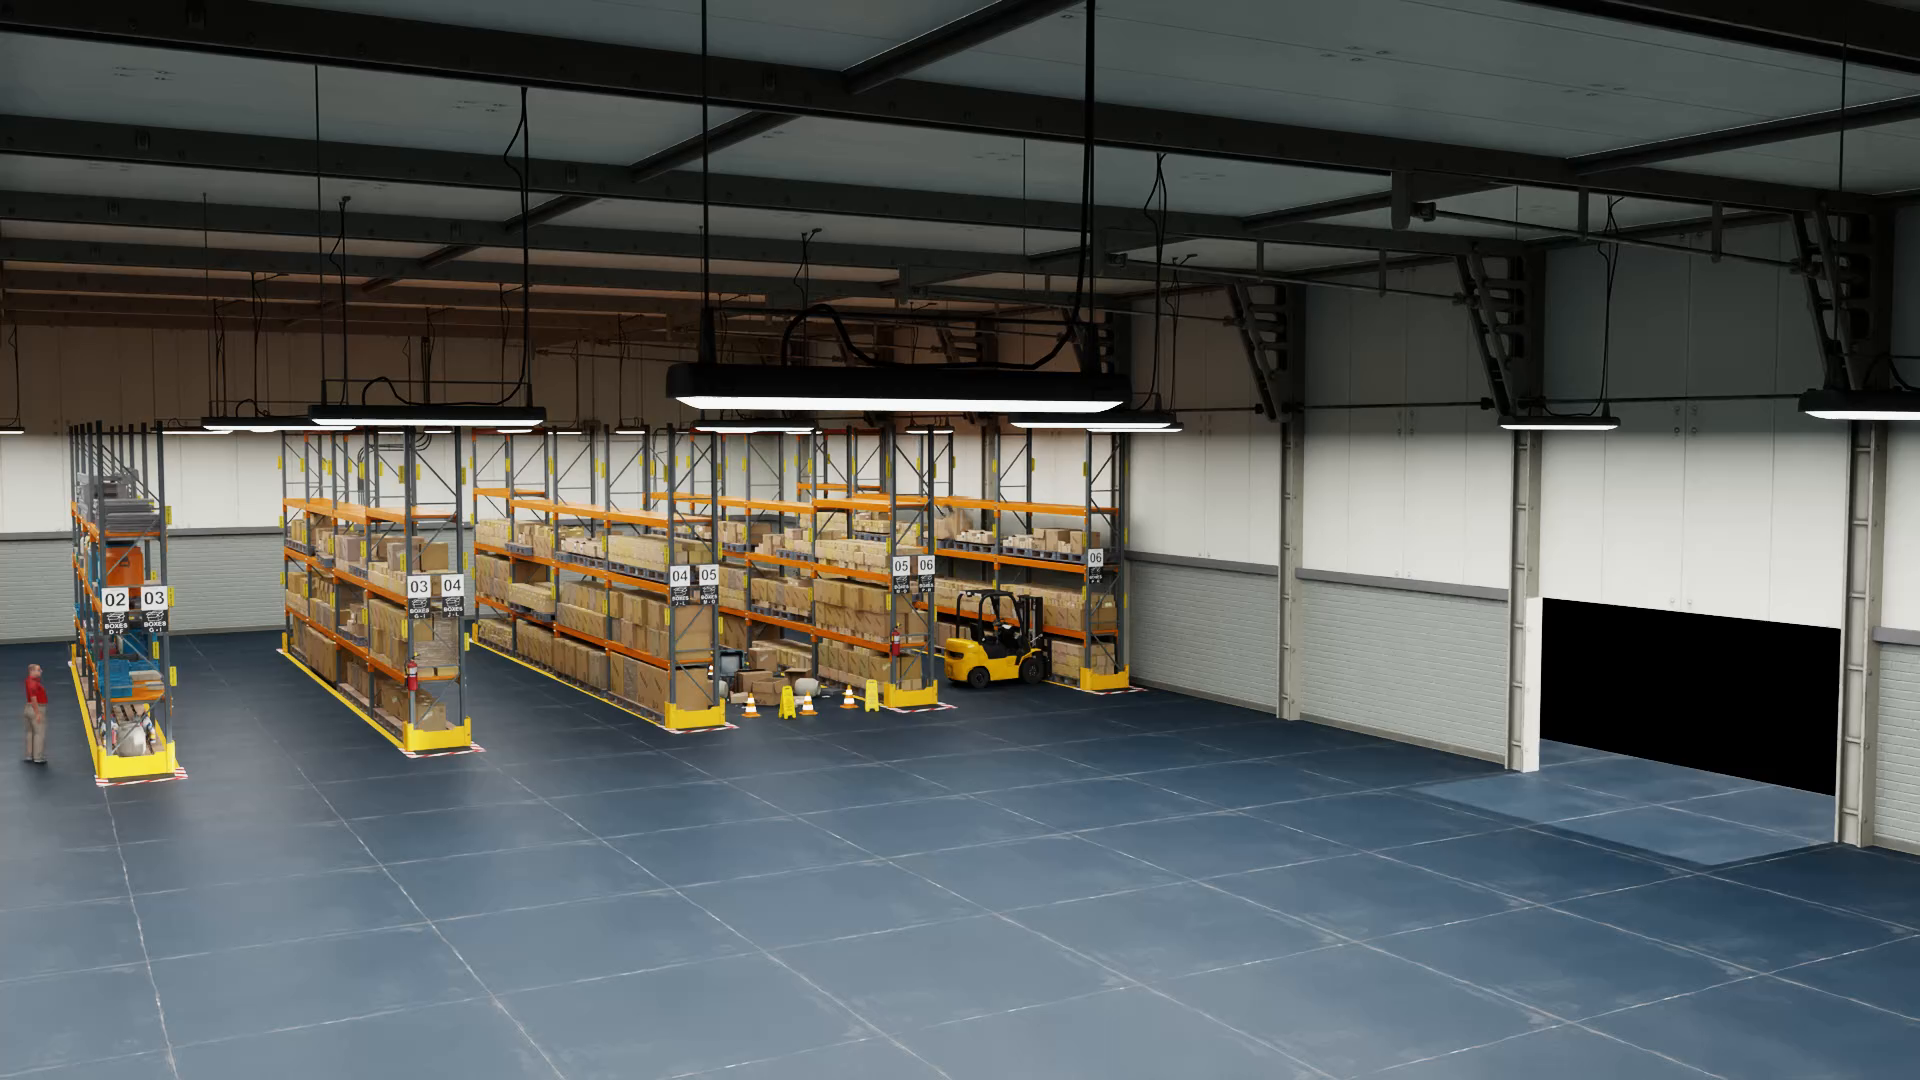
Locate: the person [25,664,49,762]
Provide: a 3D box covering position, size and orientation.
[{"bbox_3d":[-16.284,3.041,29.323,0.589,1.738,0.386,3,5,41],"label":"person"}]
